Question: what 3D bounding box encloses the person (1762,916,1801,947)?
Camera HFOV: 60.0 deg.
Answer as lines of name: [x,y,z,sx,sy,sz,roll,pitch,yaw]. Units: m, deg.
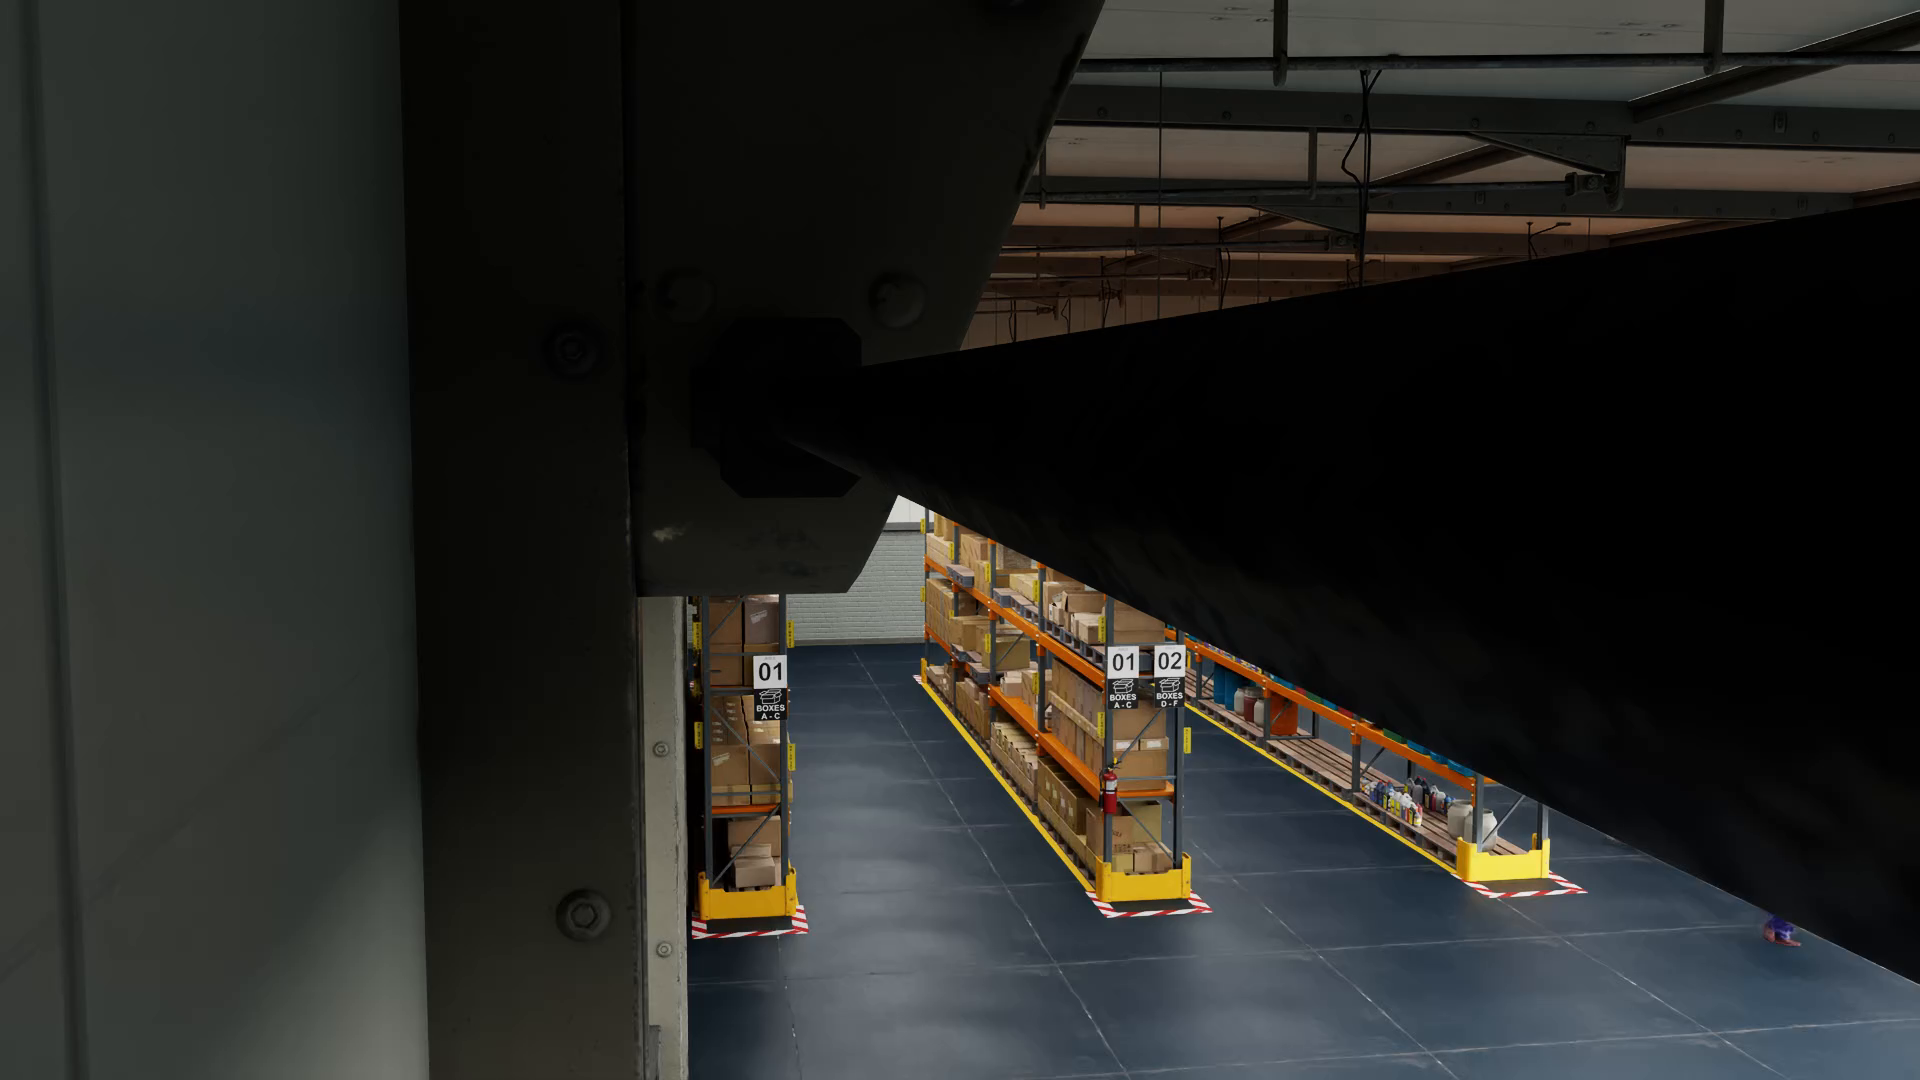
person: [9.552,3.868,19.022,0.668,1.601,0.551,-5,7,-43]
